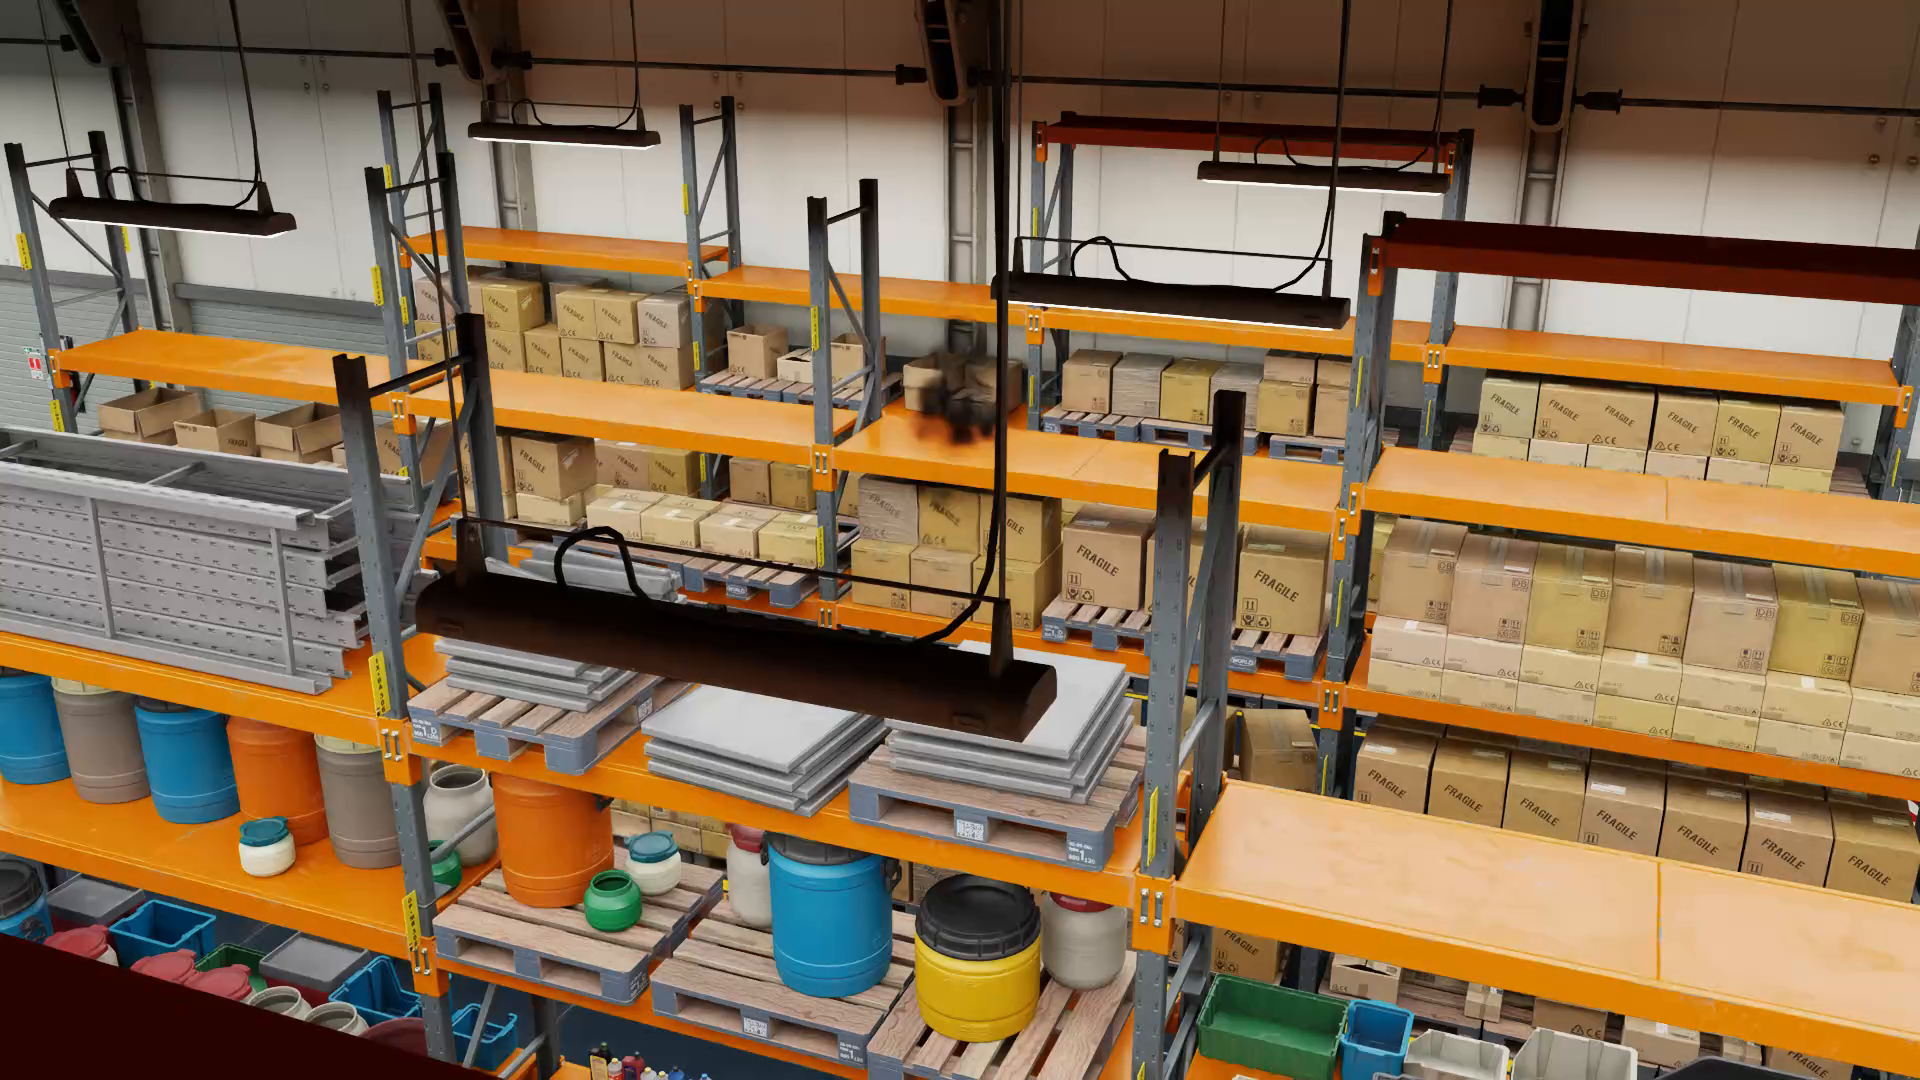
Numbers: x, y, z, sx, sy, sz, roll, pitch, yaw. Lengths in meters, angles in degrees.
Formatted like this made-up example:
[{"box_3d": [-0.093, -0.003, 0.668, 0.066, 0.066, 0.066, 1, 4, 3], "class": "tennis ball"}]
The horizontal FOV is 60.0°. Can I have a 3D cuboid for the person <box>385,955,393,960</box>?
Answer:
[{"box_3d": [-4.747, 2.595, 13.048, 0.780, 1.746, 0.663, 3, 21, 9], "class": "person"}]
